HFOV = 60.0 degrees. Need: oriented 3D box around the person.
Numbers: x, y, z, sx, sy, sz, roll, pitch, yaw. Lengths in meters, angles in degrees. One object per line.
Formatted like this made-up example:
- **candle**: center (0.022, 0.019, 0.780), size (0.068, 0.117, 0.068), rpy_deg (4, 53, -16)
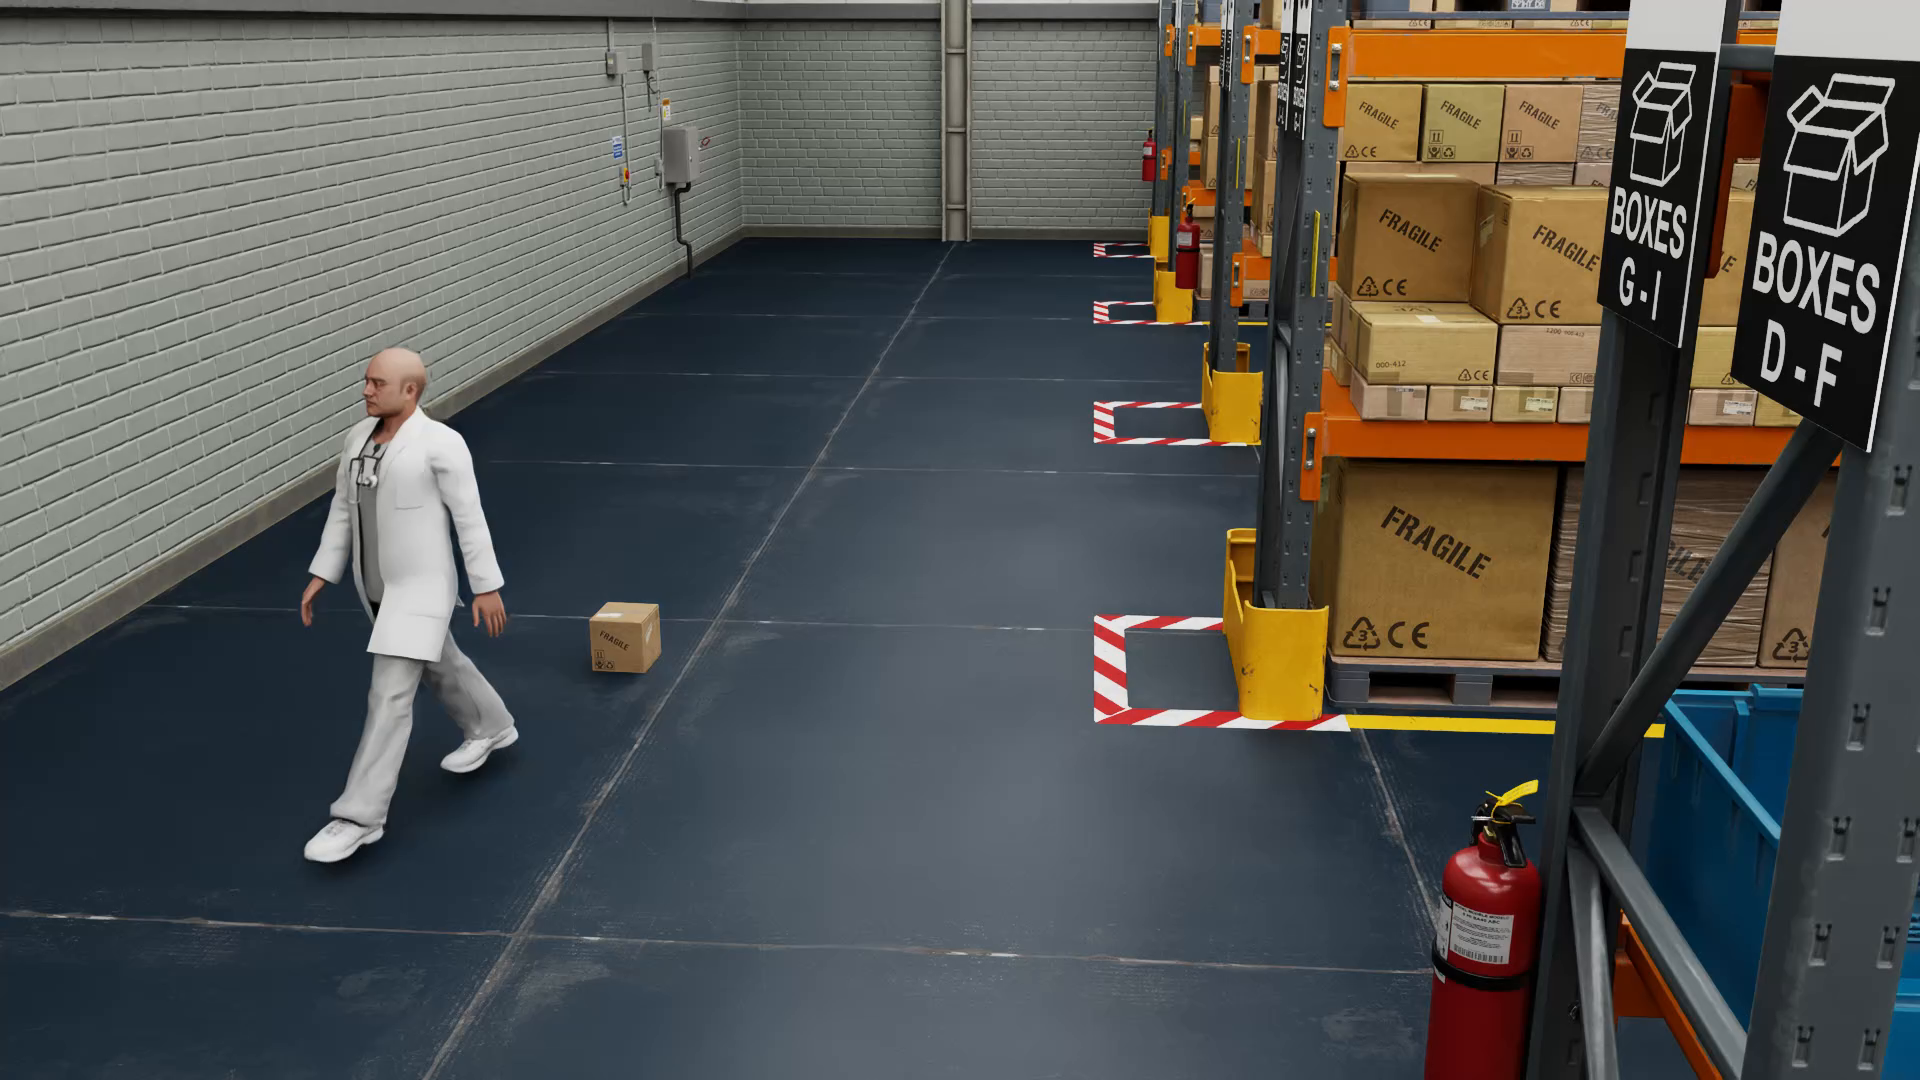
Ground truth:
- **person**: center (-2.051, 0.169, 5.991), size (0.620, 1.710, 1.144), rpy_deg (12, 21, 34)
